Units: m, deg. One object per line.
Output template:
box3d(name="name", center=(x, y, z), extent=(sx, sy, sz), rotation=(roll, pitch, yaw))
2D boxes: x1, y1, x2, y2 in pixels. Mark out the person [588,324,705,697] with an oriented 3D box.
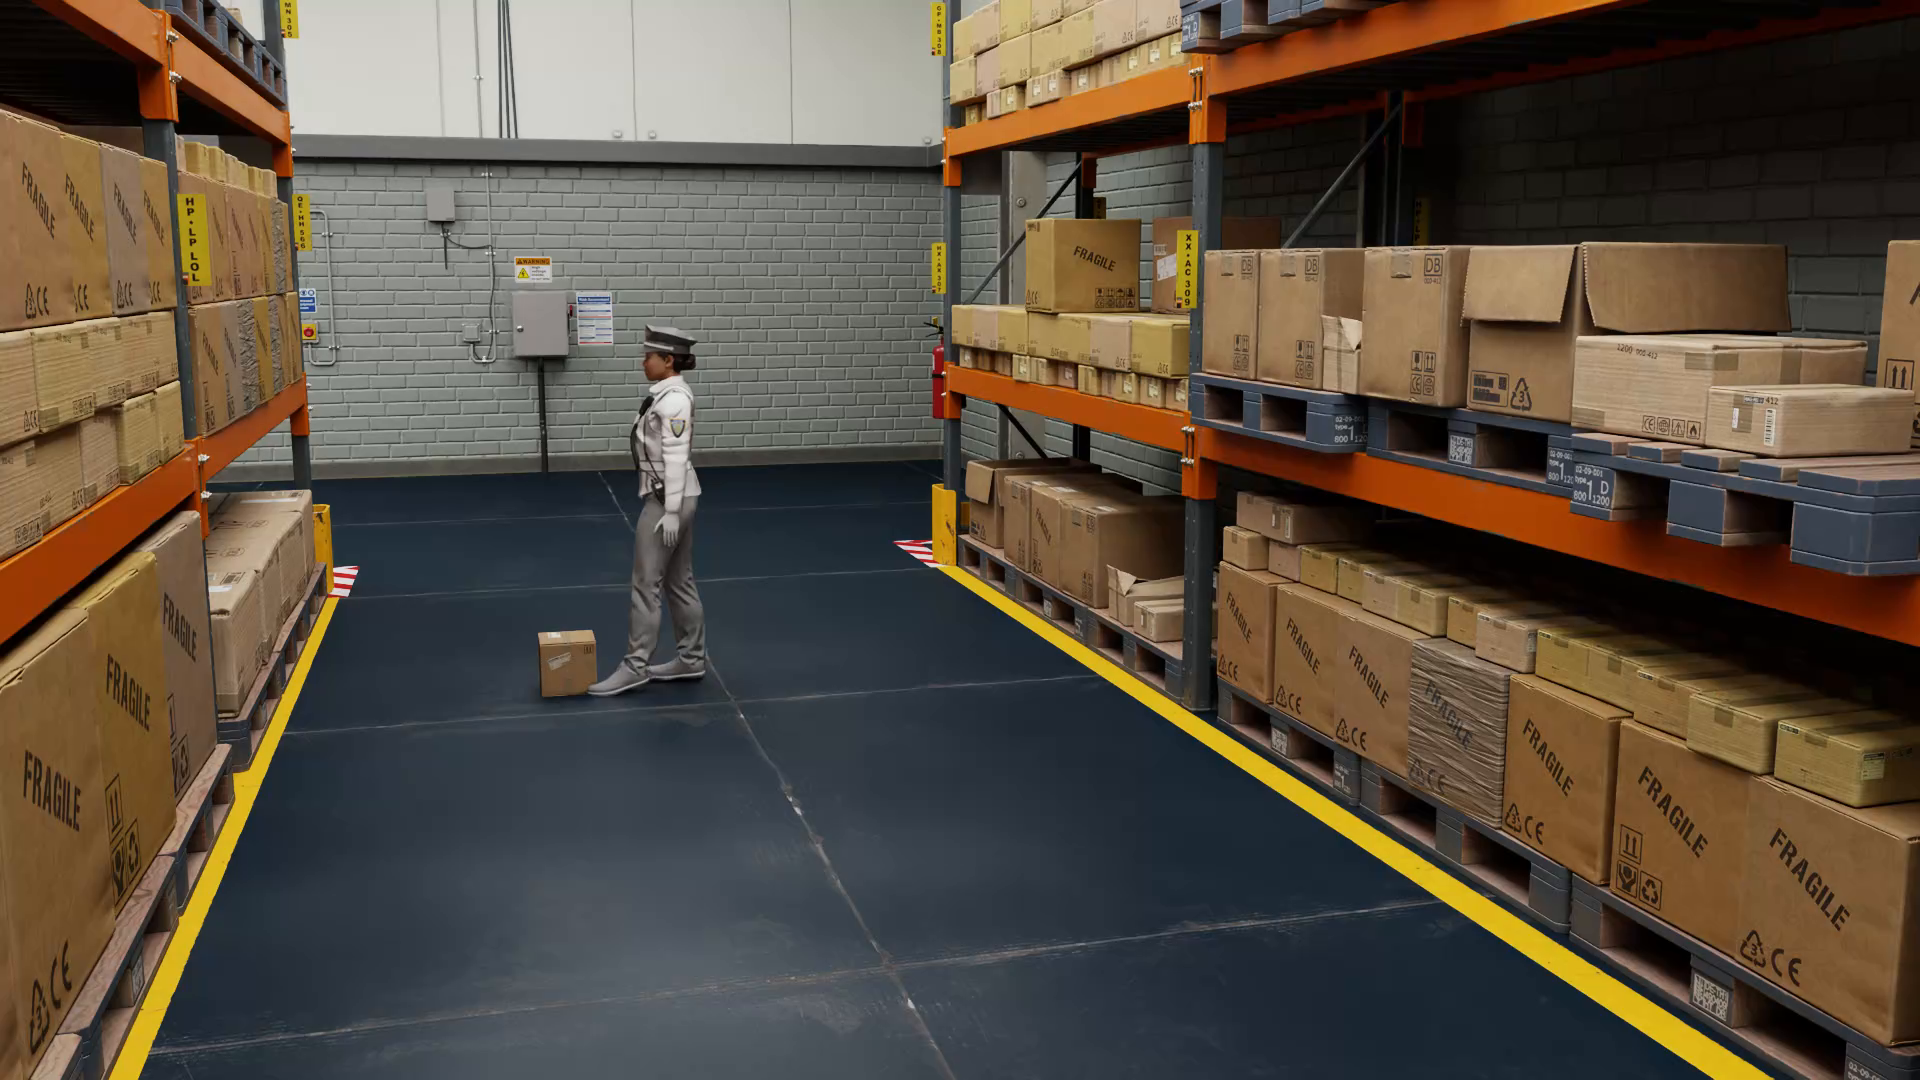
box3d(name="person", center=(-1.468, -0.148, 7.696), extent=(0.540, 1.689, 0.406), rotation=(-1, 9, -8))
